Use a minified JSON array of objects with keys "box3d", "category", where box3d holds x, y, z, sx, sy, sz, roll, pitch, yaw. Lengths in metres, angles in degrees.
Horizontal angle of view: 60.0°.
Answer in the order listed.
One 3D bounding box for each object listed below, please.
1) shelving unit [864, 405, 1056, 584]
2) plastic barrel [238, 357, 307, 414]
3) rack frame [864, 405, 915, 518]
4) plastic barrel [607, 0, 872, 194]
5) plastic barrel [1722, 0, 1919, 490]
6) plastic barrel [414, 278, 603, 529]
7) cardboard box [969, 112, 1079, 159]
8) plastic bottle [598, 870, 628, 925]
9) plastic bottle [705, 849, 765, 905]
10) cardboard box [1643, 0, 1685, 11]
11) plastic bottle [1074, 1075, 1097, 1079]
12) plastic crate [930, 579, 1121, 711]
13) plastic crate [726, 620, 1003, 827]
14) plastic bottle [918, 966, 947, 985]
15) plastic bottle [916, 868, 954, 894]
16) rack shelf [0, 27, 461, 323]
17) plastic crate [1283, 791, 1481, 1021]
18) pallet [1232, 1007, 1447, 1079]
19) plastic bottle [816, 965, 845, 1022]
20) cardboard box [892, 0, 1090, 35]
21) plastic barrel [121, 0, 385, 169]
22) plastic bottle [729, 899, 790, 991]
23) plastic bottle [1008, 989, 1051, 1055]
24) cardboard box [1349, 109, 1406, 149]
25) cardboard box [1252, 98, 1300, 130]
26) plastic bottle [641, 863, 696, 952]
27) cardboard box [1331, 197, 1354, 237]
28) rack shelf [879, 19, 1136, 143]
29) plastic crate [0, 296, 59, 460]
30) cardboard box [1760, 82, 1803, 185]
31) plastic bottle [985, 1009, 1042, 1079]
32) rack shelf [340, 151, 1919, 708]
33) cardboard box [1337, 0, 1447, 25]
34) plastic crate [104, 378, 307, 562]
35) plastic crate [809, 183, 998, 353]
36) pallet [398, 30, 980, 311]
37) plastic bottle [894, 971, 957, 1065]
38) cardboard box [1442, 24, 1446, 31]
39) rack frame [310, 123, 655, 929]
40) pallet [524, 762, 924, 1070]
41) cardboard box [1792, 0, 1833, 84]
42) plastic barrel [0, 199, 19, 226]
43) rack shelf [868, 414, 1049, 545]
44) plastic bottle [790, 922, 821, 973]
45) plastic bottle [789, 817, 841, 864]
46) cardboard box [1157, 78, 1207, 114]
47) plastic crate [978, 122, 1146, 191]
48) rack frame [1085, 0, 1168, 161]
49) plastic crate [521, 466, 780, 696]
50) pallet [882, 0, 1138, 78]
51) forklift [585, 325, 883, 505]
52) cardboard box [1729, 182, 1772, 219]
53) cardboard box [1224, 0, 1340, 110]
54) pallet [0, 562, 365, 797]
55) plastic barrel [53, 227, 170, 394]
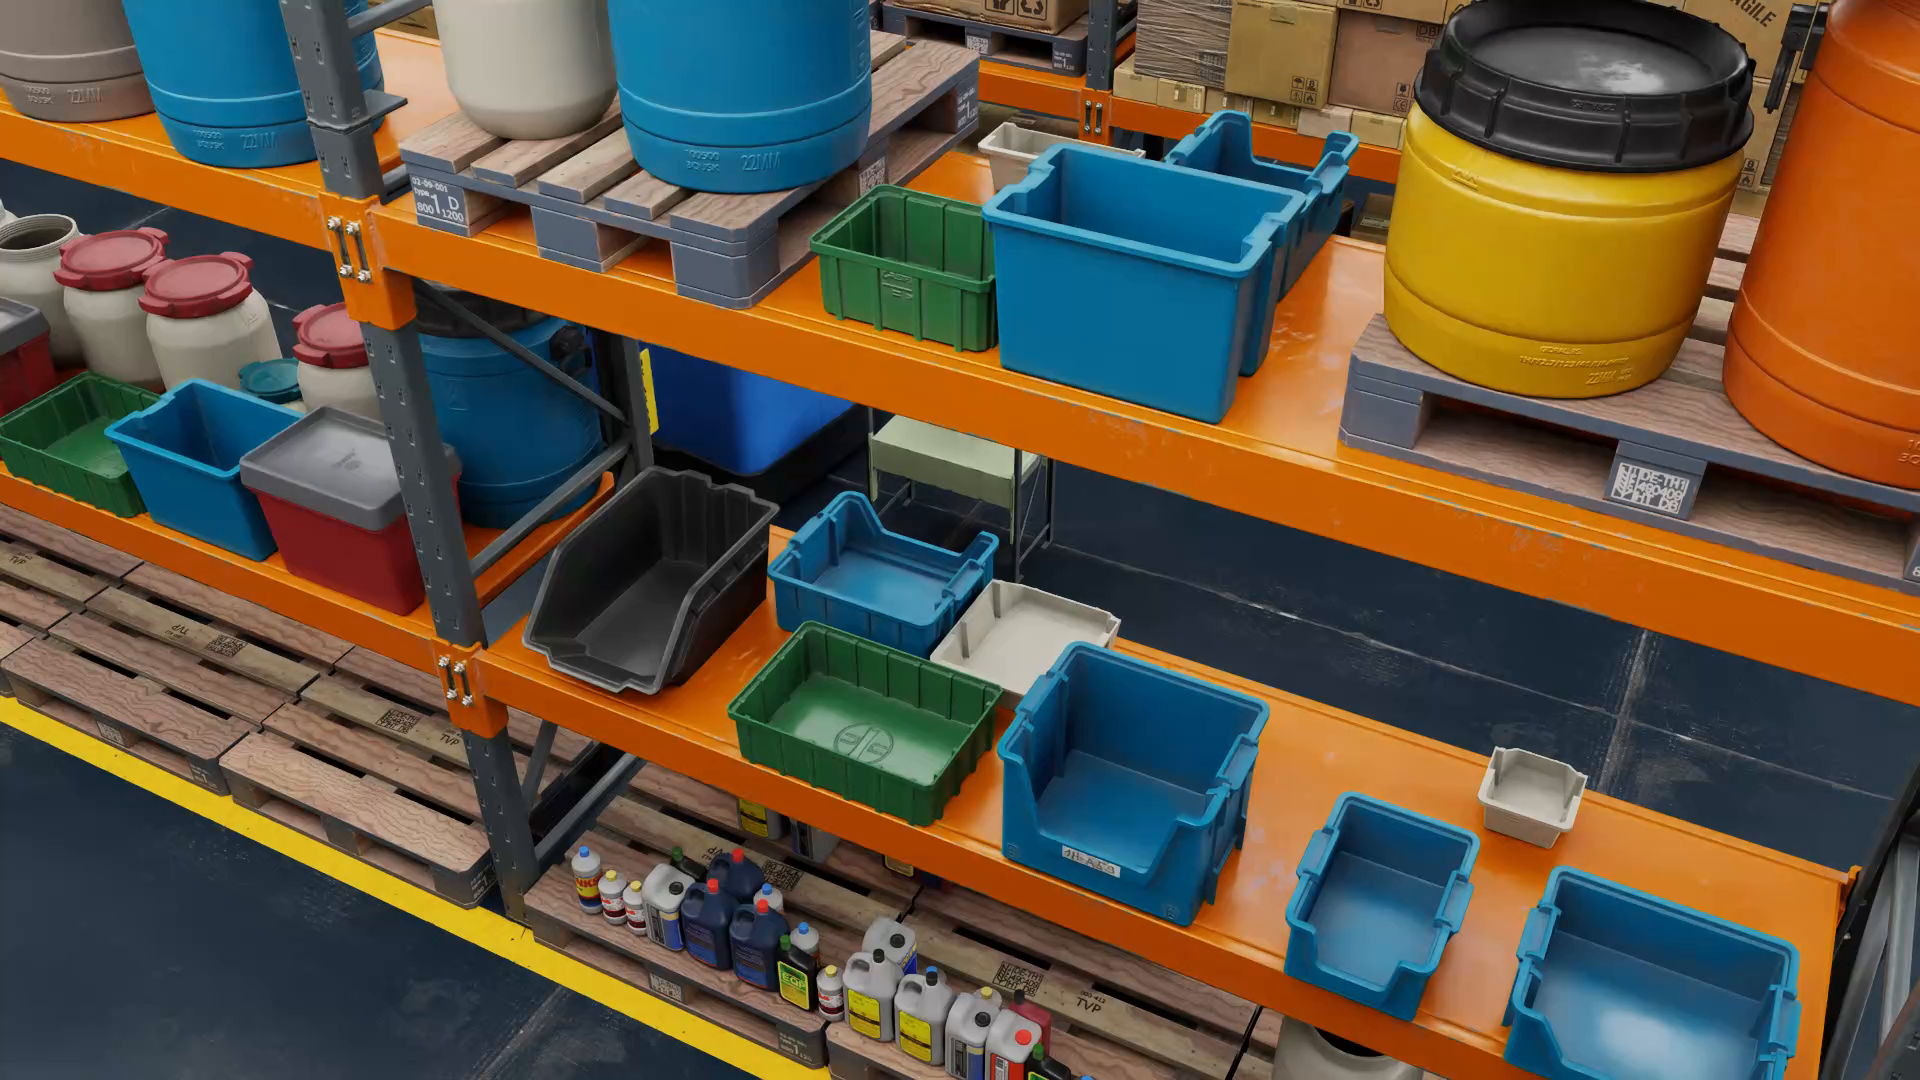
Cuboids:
[{"box3d":[0.006,-0.596,7.294,0.755,1.500,0.431,17,41,21],"category":"shelving unit"},{"box3d":[-2.447,-0.486,6.024,0.301,0.262,0.301,0,37,0],"category":"plastic barrel"},{"box3d":[-0.319,-0.697,7.428,0.023,1.500,0.400,17,41,21],"category":"rack frame"},{"box3d":[-0.508,-1.319,3.763,0.708,0.901,0.600,17,41,21],"category":"plastic barrel"},{"box3d":[1.719,-0.579,2.848,0.708,0.830,0.600,17,41,21],"category":"plastic barrel"},{"box3d":[-1.546,-0.561,5.593,0.708,0.901,0.600,17,41,21],"category":"plastic barrel"},{"box3d":[0.400,-2.112,9.755,0.500,0.500,0.700,14,39,18],"category":"cardboard box"},{"box3d":[-1.171,1.200,5.638,0.097,0.201,0.097,0,37,0],"category":"plastic bottle"},{"box3d":[-0.750,1.159,5.570,0.185,0.351,0.144,17,41,21],"category":"plastic bottle"},{"box3d":[2.996,-2.491,7.395,0.500,0.500,0.500,17,41,21],"category":"cardboard box"},{"box3d":[0.377,1.685,5.000,0.097,0.201,0.097,0,37,0],"category":"plastic bottle"},{"box3d":[0.216,0.329,5.053,0.437,0.136,0.530,17,41,21],"category":"plastic crate"},{"box3d":[-0.267,0.522,4.756,0.662,0.188,0.450,17,41,21],"category":"plastic crate"},{"box3d":[-0.090,1.441,5.321,0.097,0.201,0.097,0,37,0],"category":"plastic bottle"},{"box3d":[-0.087,1.088,5.719,0.133,0.283,0.061,17,41,21],"category":"plastic bottle"},{"box3d":[-3.119,-1.555,5.432,4.000,0.370,1.077,17,41,21],"category":"rack shelf"},{"box3d":[1.053,0.918,4.182,0.408,0.251,0.499,17,41,21],"category":"plastic crate"},{"box3d":[1.401,1.907,5.063,1.213,0.211,1.003,17,41,21],"category":"pallet"},{"box3d":[-0.408,1.439,5.324,0.097,0.201,0.097,0,37,0],"category":"plastic bottle"},{"box3d":[0.294,-3.453,8.974,1.000,1.000,1.000,18,41,22],"category":"cardboard box"},{"box3d":[-1.894,-1.510,4.363,0.708,0.901,0.600,17,41,21],"category":"plastic barrel"},{"box3d":[-0.649,1.289,5.399,0.185,0.351,0.144,16,40,20],"category":"plastic bottle"},{"box3d":[0.214,1.510,5.162,0.133,0.283,0.061,17,41,21],"category":"plastic bottle"},{"box3d":[2.109,-2.095,8.236,0.250,0.149,0.380,17,41,21],"category":"cardboard box"},{"box3d":[1.665,-2.233,8.419,0.250,0.149,0.380,17,41,21],"category":"cardboard box"},{"box3d":[-0.962,1.218,5.554,0.135,0.276,0.152,19,41,23],"category":"plastic bottle"},{"box3d":[1.784,-1.634,9.142,0.500,0.500,0.500,-30,47,-34],"category":"cardboard box"},{"box3d":[-0.841,-3.020,9.842,4.000,0.370,1.077,17,41,21],"category":"rack shelf"},{"box3d":[-3.600,-0.615,6.027,0.583,0.464,0.402,17,41,21],"category":"plastic crate"},{"box3d":[4.011,-1.964,7.528,0.500,0.500,0.875,17,41,21],"category":"cardboard box"},{"box3d":[0.166,1.571,5.089,0.135,0.276,0.152,18,41,22],"category":"plastic bottle"},{"box3d":[0.433,-0.443,3.967,4.000,0.370,1.077,17,41,21],"category":"rack shelf"},{"box3d":[2.106,-2.768,7.759,0.500,0.500,0.500,17,41,21],"category":"cardboard box"},{"box3d":[-2.465,-0.224,5.578,0.575,0.384,0.392,17,41,21],"category":"plastic crate"},{"box3d":[-0.067,-0.617,3.776,0.450,0.188,0.336,17,41,21],"category":"plastic crate"},{"box3d":[-0.657,-1.062,4.344,1.003,0.211,1.213,17,41,21],"category":"pallet"},{"box3d":[-0.106,1.458,5.175,0.185,0.351,0.144,19,41,23],"category":"plastic bottle"},{"box3d":[2.649,-2.346,8.031,0.500,0.500,0.875,17,41,21],"category":"cardboard box"},{"box3d":[-1.343,-0.091,5.389,0.127,3.000,1.000,17,41,21],"category":"rack frame"},{"box3d":[-0.765,1.229,5.957,1.213,0.211,1.003,17,41,21],"category":"pallet"},{"box3d":[3.885,-2.215,7.031,0.500,0.500,0.500,17,41,21],"category":"cardboard box"},{"box3d":[-3.883,-1.076,6.595,0.421,0.512,0.421,0,37,0],"category":"plastic barrel"},{"box3d":[0.006,-0.336,7.491,0.720,0.370,0.431,17,41,21],"category":"rack shelf"},{"box3d":[-0.501,1.341,5.395,0.097,0.271,0.097,0,37,0],"category":"plastic bottle"},{"box3d":[-0.514,0.983,5.863,0.135,0.276,0.152,17,41,21],"category":"plastic bottle"},{"box3d":[1.204,-2.352,8.576,0.250,0.149,0.380,17,41,21],"category":"cardboard box"},{"box3d":[0.269,-0.952,4.260,0.396,0.136,0.243,17,41,21],"category":"plastic crate"},{"box3d":[0.935,-2.750,8.892,0.127,3.000,1.000,17,41,21],"category":"rack frame"},{"box3d":[-0.936,0.147,5.126,0.504,0.338,0.767,17,41,21],"category":"plastic crate"},{"box3d":[0.323,-2.964,9.333,1.213,0.211,1.003,17,41,21],"category":"pallet"},{"box3d":[-1.885,-1.977,7.930,3.031,2.935,1.130,23,43,27],"category":"forklift"},{"box3d":[3.672,-1.618,7.609,0.250,0.149,0.380,17,41,21],"category":"cardboard box"},{"box3d":[1.734,-2.592,8.355,0.500,0.500,0.875,17,41,21],"category":"cardboard box"},{"box3d":[-3.145,0.484,6.938,1.213,0.211,1.003,17,41,21],"category":"pallet"},{"box3d":[-3.127,-0.853,6.281,0.433,0.535,0.433,0,37,0],"category":"plastic barrel"}]
